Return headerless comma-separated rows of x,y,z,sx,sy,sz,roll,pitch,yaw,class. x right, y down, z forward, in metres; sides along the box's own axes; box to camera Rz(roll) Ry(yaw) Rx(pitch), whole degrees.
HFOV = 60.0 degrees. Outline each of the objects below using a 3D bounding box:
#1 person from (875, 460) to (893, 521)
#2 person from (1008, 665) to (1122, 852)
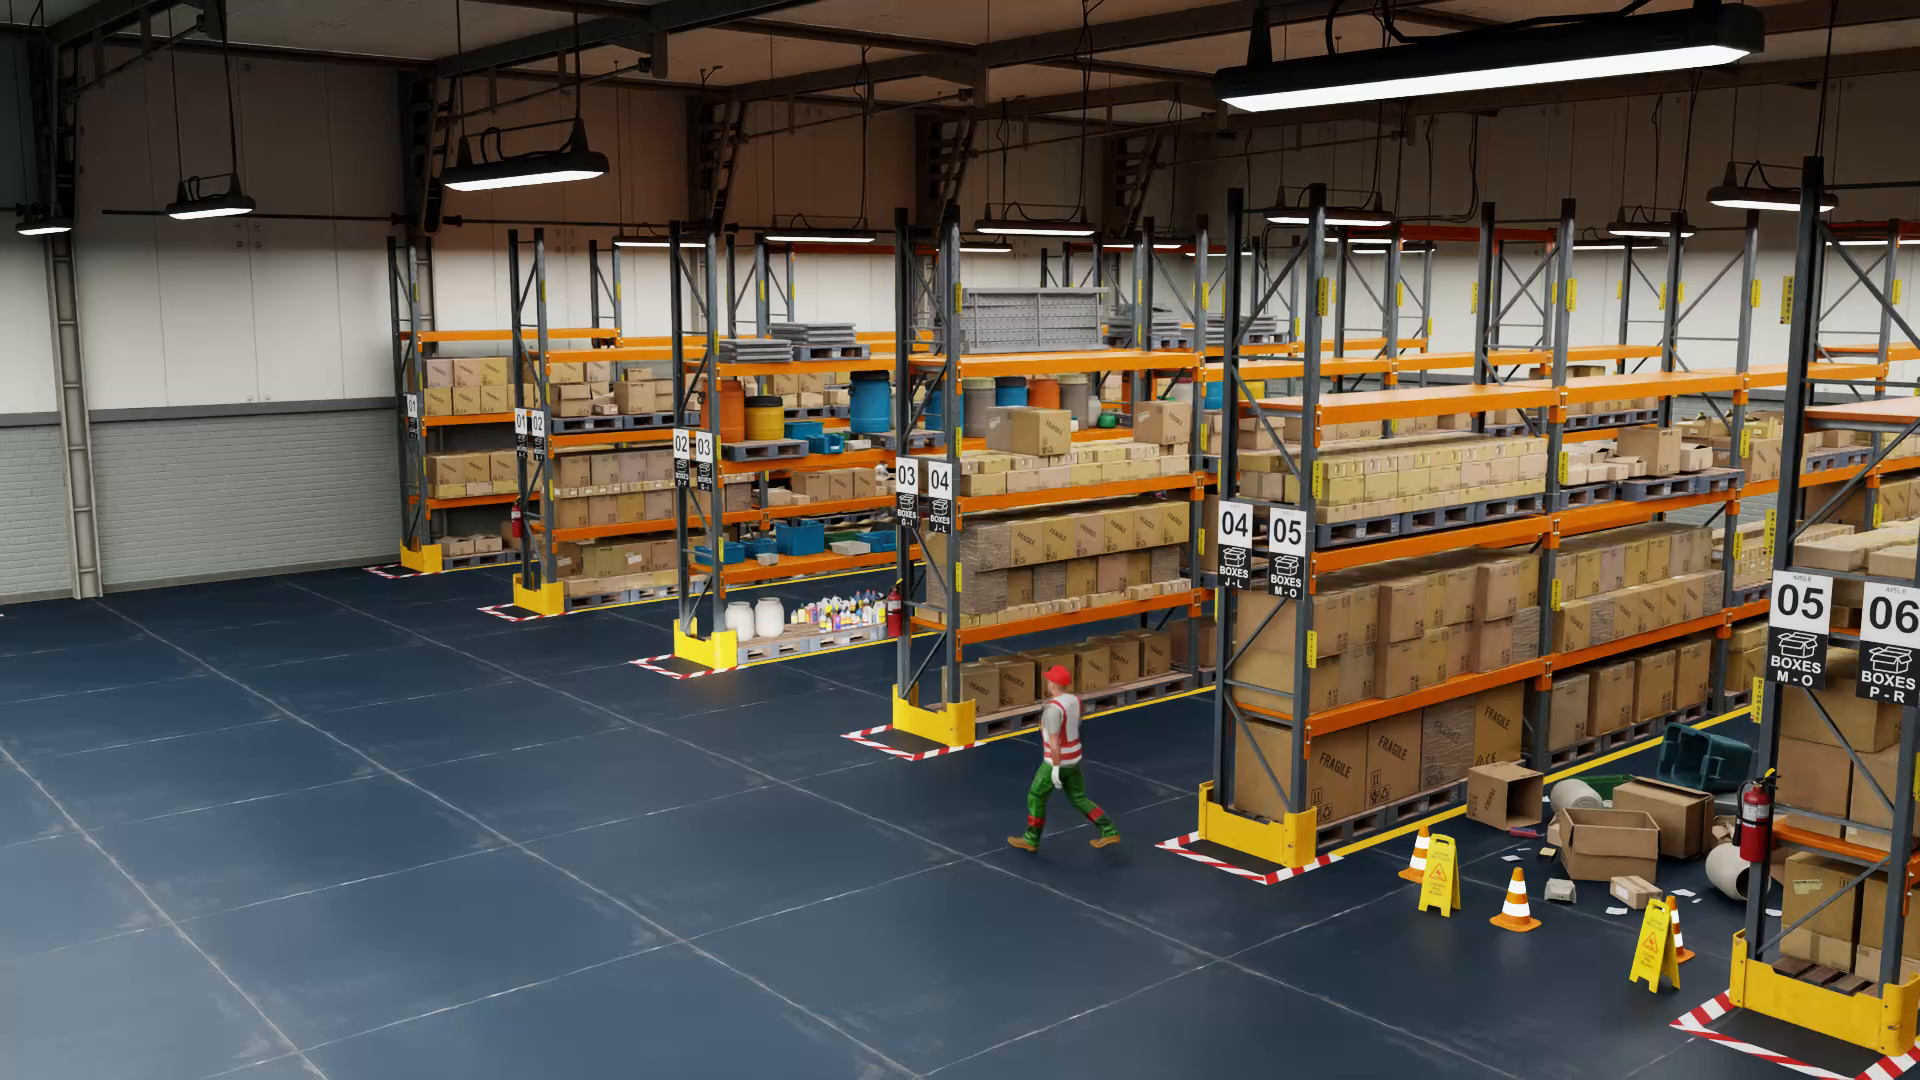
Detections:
-1.636,-0.925,33.975,0.479,1.776,0.567,-2,9,-11,person
0.928,2.001,15.059,1.021,1.749,0.550,4,10,25,person
